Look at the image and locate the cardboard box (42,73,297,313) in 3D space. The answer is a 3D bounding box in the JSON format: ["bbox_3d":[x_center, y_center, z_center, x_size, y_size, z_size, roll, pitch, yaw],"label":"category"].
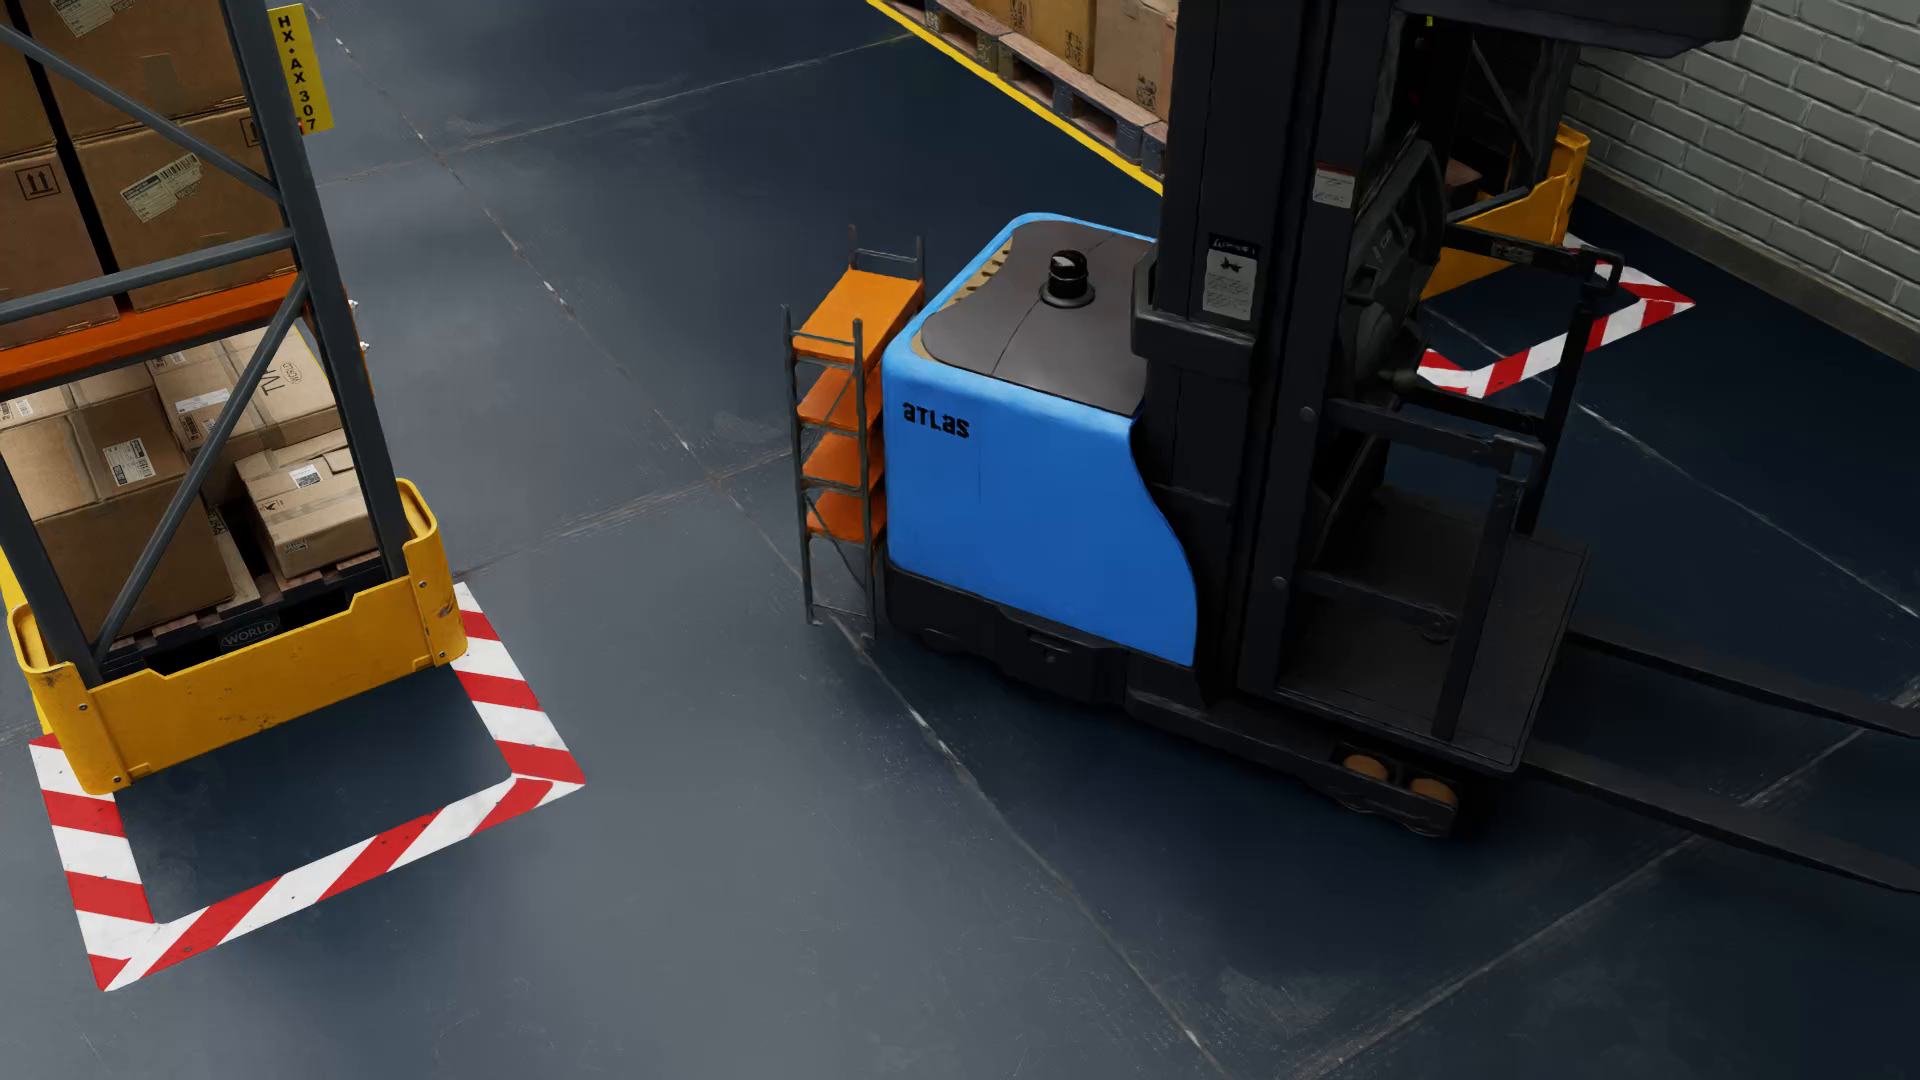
[{"bbox_3d":[-2.115,-1.012,4.543,0.500,0.500,0.500,-21,44,-24],"label":"cardboard box"}]

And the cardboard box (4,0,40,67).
[{"bbox_3d":[-2.403,-1.675,4.558,0.500,0.500,0.500,-22,44,-24],"label":"cardboard box"}]

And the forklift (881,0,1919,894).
[{"bbox_3d":[1.308,-0.674,4.270,3.031,2.935,1.130,18,43,21],"label":"forklift"}]

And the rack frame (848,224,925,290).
[{"bbox_3d":[-0.221,-0.463,5.368,0.240,1.200,0.015,13,41,15],"label":"rack frame"}]

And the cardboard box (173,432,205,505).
[{"bbox_3d":[-2.741,-0.182,5.495,0.380,0.166,0.250,-22,45,-24],"label":"cardboard box"}]

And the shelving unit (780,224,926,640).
[{"bbox_3d":[-0.304,-0.316,5.191,0.258,1.200,0.503,13,41,15],"label":"shelving unit"}]

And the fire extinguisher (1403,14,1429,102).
[{"bbox_3d":[1.768,-1.937,6.083,0.296,0.674,0.183,-22,45,-24],"label":"fire extinguisher"}]

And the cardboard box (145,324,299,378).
[{"bbox_3d":[-2.690,-0.687,6.035,0.500,0.250,0.500,-22,45,-24],"label":"cardboard box"}]

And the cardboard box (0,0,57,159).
[{"bbox_3d":[-2.570,-1.211,4.001,0.500,0.500,0.500,-23,45,-25],"label":"cardboard box"}]

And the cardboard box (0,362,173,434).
[{"bbox_3d":[-3.085,-0.488,5.796,0.500,0.250,0.500,-22,45,-24],"label":"cardboard box"}]

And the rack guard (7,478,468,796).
[{"bbox_3d":[-2.140,0.276,5.028,1.175,0.500,0.348,-22,45,-24],"label":"rack guard"}]

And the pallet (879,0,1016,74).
[{"bbox_3d":[0.268,-3.001,9.186,1.003,0.211,1.213,-22,45,-24],"label":"pallet"}]

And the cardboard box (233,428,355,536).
[{"bbox_3d":[-2.169,-0.203,5.520,0.380,0.166,0.250,-22,45,-24],"label":"cardboard box"}]

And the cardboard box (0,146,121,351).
[{"bbox_3d":[-2.569,-0.830,4.324,0.500,0.500,0.500,-21,44,-23],"label":"cardboard box"}]

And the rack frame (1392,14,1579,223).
[{"bbox_3d":[2.076,-2.350,6.227,1.000,3.000,0.127,-22,45,-24],"label":"rack frame"}]

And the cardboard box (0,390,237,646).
[{"bbox_3d":[-2.599,-0.060,5.088,0.500,0.500,0.500,-22,45,-24],"label":"cardboard box"}]

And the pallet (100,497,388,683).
[{"bbox_3d":[-2.569,-0.043,5.637,1.003,0.211,1.213,-22,45,-24],"label":"pallet"}]

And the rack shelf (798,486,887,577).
[{"bbox_3d":[-0.303,-0.112,5.360,0.258,0.148,0.480,13,41,15],"label":"rack shelf"}]

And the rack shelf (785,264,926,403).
[{"bbox_3d":[-0.305,-0.619,4.940,0.258,0.148,0.480,13,41,15],"label":"rack shelf"}]

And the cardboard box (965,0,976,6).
[{"bbox_3d":[0.240,-3.271,8.957,0.700,0.500,0.500,-22,44,-24],"label":"cardboard box"}]

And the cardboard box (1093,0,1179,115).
[{"bbox_3d":[1.075,-2.436,7.955,0.700,0.500,0.500,-24,45,-26],"label":"cardboard box"}]

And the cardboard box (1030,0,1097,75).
[{"bbox_3d":[0.782,-2.721,8.297,0.700,0.500,0.500,-21,44,-23],"label":"cardboard box"}]

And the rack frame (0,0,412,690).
[{"bbox_3d":[-2.099,-0.643,4.179,1.000,3.000,0.127,-22,45,-24],"label":"rack frame"}]

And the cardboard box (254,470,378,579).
[{"bbox_3d":[-2.034,-0.061,5.364,0.380,0.149,0.250,-22,45,-24],"label":"cardboard box"}]

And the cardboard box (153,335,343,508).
[{"bbox_3d":[-2.421,-0.417,5.711,0.500,0.250,0.500,-22,45,-24],"label":"cardboard box"}]

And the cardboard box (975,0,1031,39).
[{"bbox_3d":[0.508,-2.999,8.630,0.700,0.500,0.500,-23,45,-25],"label":"cardboard box"}]

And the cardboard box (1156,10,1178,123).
[{"bbox_3d":[1.346,-2.165,7.629,0.700,0.500,0.500,-22,45,-25],"label":"cardboard box"}]

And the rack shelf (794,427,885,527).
[{"bbox_3d":[-0.303,-0.265,5.234,0.258,0.148,0.480,13,41,15],"label":"rack shelf"}]

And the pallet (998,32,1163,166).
[{"bbox_3d":[0.928,-2.341,8.395,1.003,0.211,1.213,-22,45,-24],"label":"pallet"}]

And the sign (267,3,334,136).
[{"bbox_3d":[-1.642,-1.163,4.126,0.100,0.325,0.005,-22,45,-24],"label":"sign"}]

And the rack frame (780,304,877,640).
[{"bbox_3d":[-0.386,-0.170,5.014,0.240,1.200,0.015,13,41,15],"label":"rack frame"}]

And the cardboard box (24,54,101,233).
[{"bbox_3d":[-2.397,-1.288,4.875,0.500,0.500,0.500,-23,45,-25],"label":"cardboard box"}]

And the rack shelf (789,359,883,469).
[{"bbox_3d":[-0.304,-0.437,5.091,0.258,0.148,0.480,13,41,15],"label":"rack shelf"}]

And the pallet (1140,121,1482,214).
[{"bbox_3d":[1.580,-1.684,7.606,1.003,0.211,1.213,-22,45,-24],"label":"pallet"}]

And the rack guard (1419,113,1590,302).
[{"bbox_3d":[2.088,-1.377,7.012,1.175,0.500,0.348,-22,45,-24],"label":"rack guard"}]

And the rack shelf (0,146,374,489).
[{"bbox_3d":[-3.174,-1.446,5.704,1.077,0.370,4.000,-22,45,-24],"label":"rack shelf"}]

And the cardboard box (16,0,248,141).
[{"bbox_3d":[-2.115,-1.396,4.223,0.500,0.500,0.500,-21,44,-23],"label":"cardboard box"}]
